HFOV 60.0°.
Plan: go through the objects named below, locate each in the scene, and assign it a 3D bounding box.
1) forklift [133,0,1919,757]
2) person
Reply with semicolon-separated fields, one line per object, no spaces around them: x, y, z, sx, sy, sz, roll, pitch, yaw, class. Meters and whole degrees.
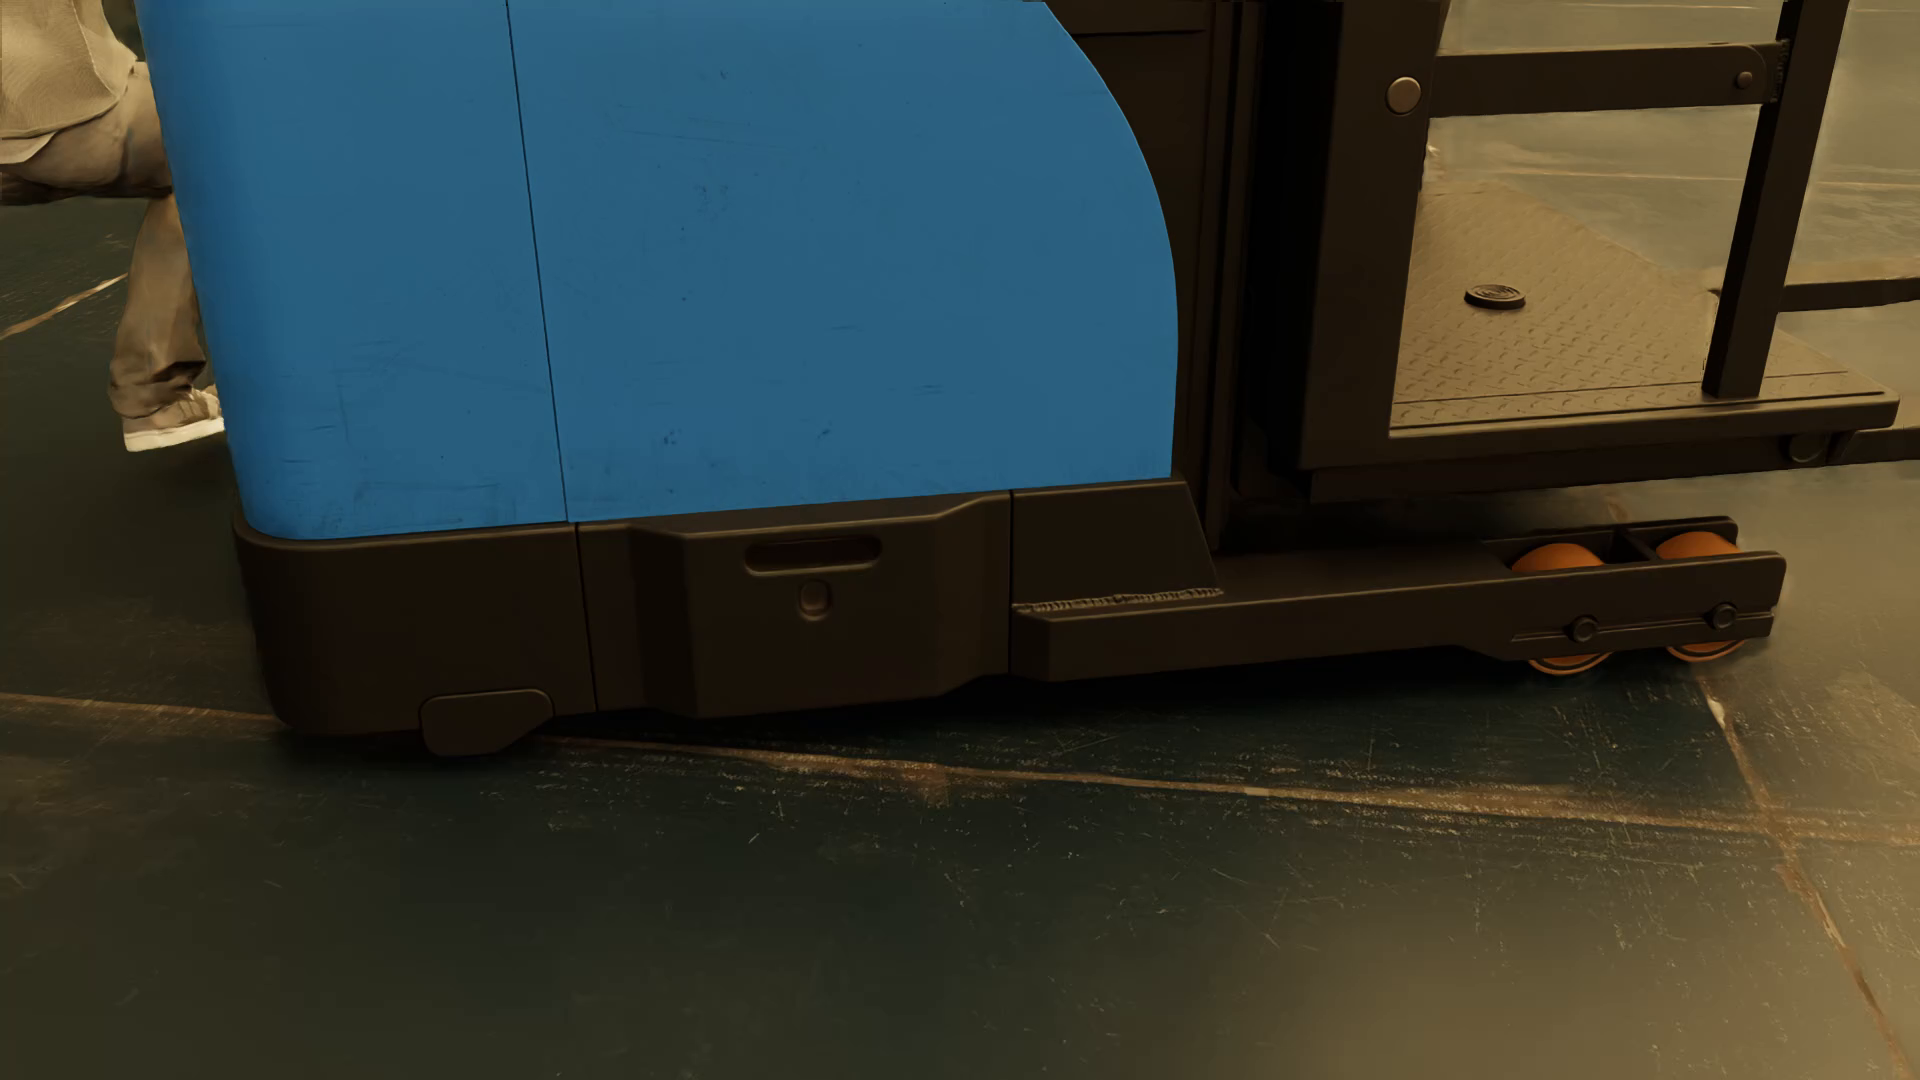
0.603;-1.365;1.954;3.031;2.935;1.130;-5;27;-9;forklift
-1.322;-0.741;2.518;1.360;1.316;0.732;6;27;11;person
